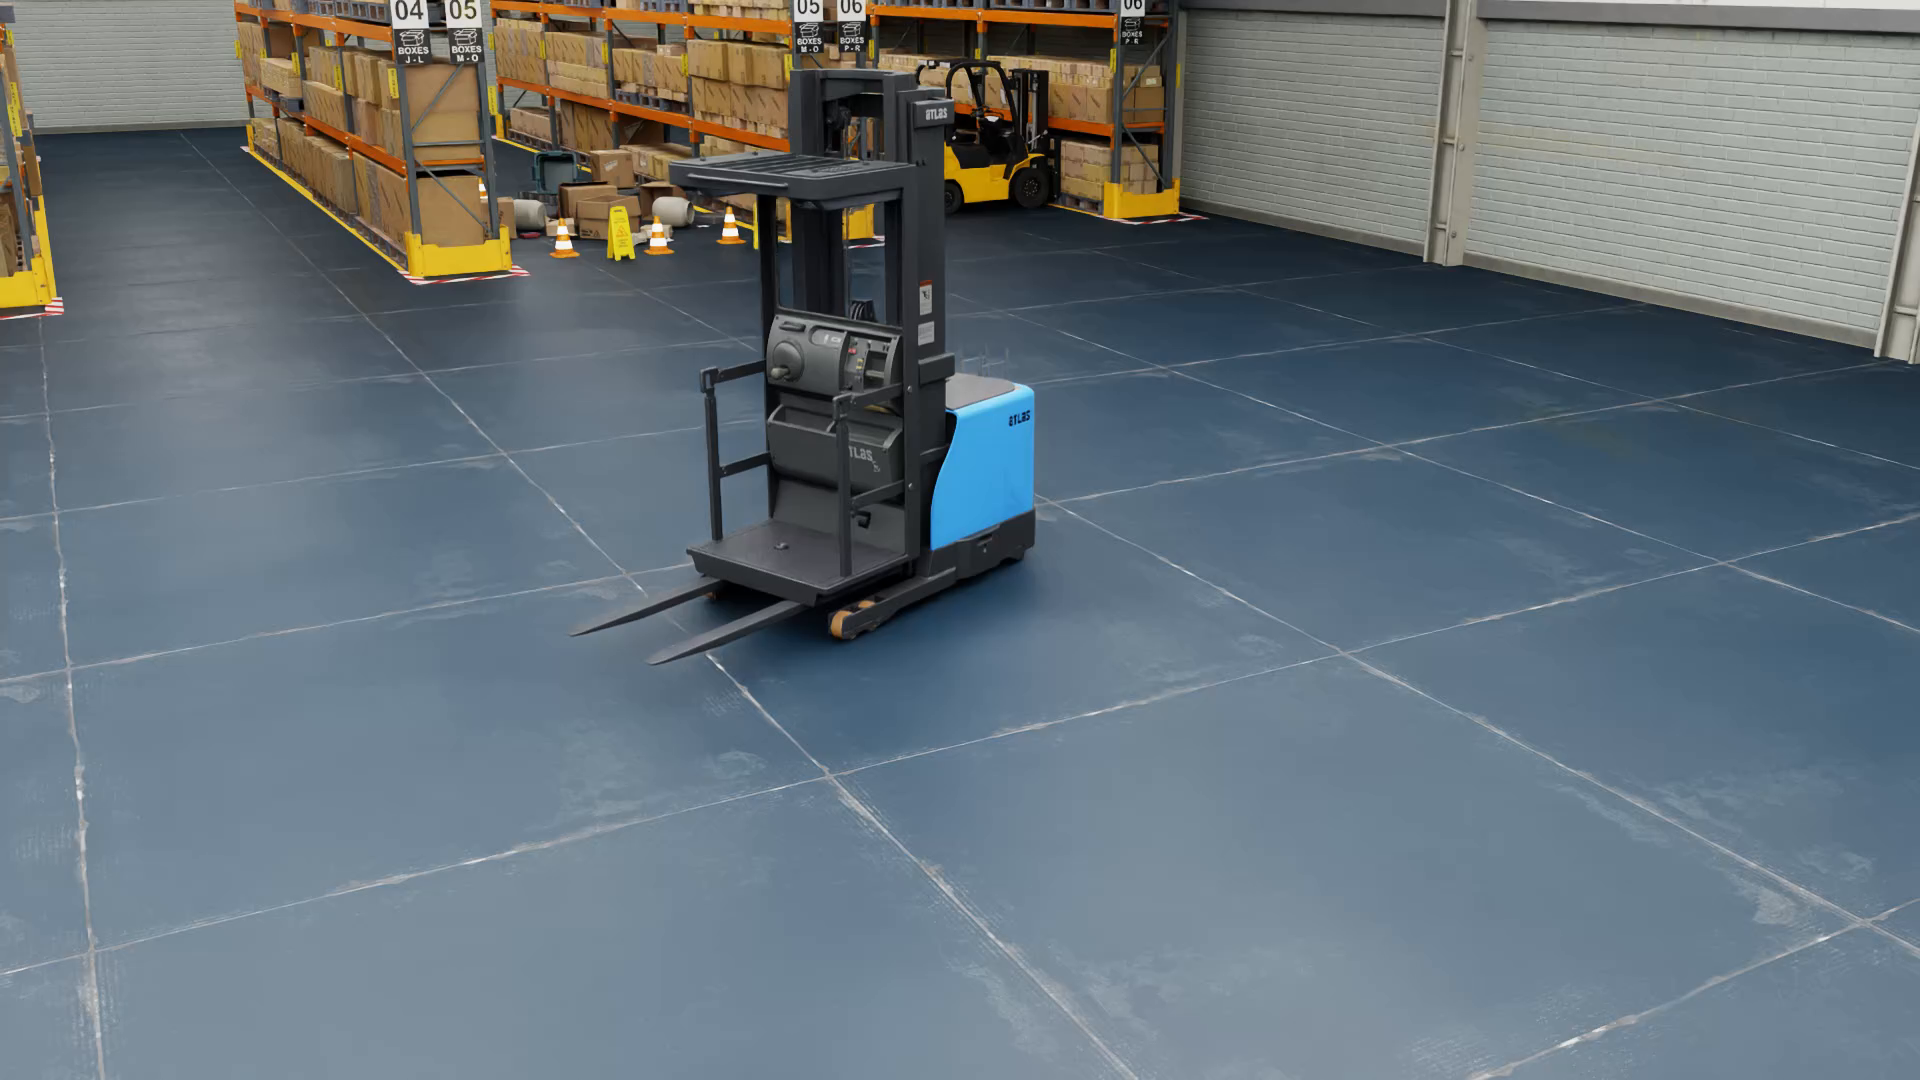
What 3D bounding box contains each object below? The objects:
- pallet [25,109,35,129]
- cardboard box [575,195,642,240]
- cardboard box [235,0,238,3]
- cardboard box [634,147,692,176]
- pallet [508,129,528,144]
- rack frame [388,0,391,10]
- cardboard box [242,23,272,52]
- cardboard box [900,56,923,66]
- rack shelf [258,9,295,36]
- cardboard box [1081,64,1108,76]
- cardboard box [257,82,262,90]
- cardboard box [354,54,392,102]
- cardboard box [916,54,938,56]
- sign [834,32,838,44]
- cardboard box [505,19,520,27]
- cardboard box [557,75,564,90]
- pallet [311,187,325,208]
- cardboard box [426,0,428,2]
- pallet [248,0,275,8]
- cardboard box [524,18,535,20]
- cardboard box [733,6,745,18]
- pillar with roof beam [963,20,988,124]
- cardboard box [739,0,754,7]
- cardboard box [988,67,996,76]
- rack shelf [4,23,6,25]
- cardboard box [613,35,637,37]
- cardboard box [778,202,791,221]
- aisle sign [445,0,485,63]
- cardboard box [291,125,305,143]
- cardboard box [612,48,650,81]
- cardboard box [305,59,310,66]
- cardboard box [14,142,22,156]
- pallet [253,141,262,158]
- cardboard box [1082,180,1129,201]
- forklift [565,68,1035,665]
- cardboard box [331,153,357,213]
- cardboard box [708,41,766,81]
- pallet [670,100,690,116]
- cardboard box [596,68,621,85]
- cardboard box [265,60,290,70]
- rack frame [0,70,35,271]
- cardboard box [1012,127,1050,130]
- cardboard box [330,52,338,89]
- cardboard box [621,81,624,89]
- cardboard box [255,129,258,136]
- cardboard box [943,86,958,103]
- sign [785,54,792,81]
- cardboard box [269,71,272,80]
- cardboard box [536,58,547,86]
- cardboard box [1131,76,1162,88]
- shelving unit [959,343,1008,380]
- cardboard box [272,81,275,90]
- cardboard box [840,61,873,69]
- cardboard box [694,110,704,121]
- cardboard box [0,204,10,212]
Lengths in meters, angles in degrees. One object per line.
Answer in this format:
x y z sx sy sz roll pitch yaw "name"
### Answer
-13.792 -5.936 23.529 1.213 0.211 1.003 -10 21 -27 "pallet"
-4.766 -4.385 22.567 0.637 0.503 0.797 7 20 20 "cardboard box"
-13.621 -10.429 31.887 0.500 0.250 0.500 -9 21 -25 "cardboard box"
-4.885 -6.331 27.766 0.950 0.372 0.625 -10 22 -28 "cardboard box"
-8.853 -8.510 34.971 1.003 0.211 1.213 -10 21 -27 "pallet"
-6.012 -7.493 18.551 1.000 3.000 0.127 -10 21 -27 "rack frame"
-13.157 -9.444 31.260 0.500 0.500 0.500 -11 22 -28 "cardboard box"
-0.836 -8.517 29.567 0.380 0.149 0.250 -10 21 -26 "cardboard box"
-10.760 -8.606 27.477 1.077 0.370 4.000 -10 21 -27 "rack shelf"
2.015 -6.924 24.496 0.380 0.149 0.250 -9 21 -25 "cardboard box"
-12.857 -8.467 30.954 0.380 0.149 0.250 -10 21 -26 "cardboard box"
-7.267 -5.959 21.418 0.875 0.550 0.550 -10 21 -27 "cardboard box"
-0.581 -8.753 30.253 0.380 0.149 0.250 -9 21 -25 "cardboard box"
-2.548 -10.302 34.113 0.100 0.325 0.005 -10 21 -27 "sign"
-9.026 -10.498 33.777 0.380 0.149 0.250 -11 22 -28 "cardboard box"
-7.178 -8.511 30.929 0.500 0.250 0.500 -11 22 -28 "cardboard box"
-9.503 -5.398 25.950 1.003 0.211 1.213 -10 21 -27 "pallet"
-6.253 -6.568 20.056 0.380 0.149 0.250 -10 21 -26 "cardboard box"
-11.511 -9.237 28.492 1.213 0.211 1.003 -10 21 -27 "pallet"
-8.813 -10.731 34.452 0.380 0.149 0.250 -10 21 -26 "cardboard box"
-2.888 -7.245 22.816 0.380 0.149 0.250 -10 22 -27 "cardboard box"
-3.512 -10.454 27.131 9.100 9.000 0.400 -10 21 -27 "pillar with roof beam"
-2.672 -7.338 22.475 0.500 0.250 0.500 -9 21 -25 "cardboard box"
0.684 -7.593 26.889 0.380 0.149 0.250 -10 22 -28 "cardboard box"
-17.073 -9.015 28.662 1.077 0.370 4.000 -10 21 -27 "rack shelf"
-5.997 -8.741 29.677 0.500 0.500 0.500 -9 21 -25 "cardboard box"
-2.335 -4.549 22.787 0.500 0.250 0.500 -10 21 -27 "cardboard box"
-5.714 -5.912 19.181 0.394 0.787 0.004 -10 21 -27 "aisle sign"
-10.843 -6.772 27.698 0.500 0.250 0.500 -9 21 -25 "cardboard box"
-5.492 -7.971 27.879 0.500 0.500 0.500 -11 22 -28 "cardboard box"
-11.098 -8.226 28.703 0.380 0.149 0.250 -11 22 -28 "cardboard box"
-11.570 -4.722 20.104 0.380 0.149 0.250 -10 21 -27 "cardboard box"
-13.219 -7.672 32.540 1.003 0.211 1.213 -10 21 -27 "pallet"
2.162 -5.207 24.696 0.500 0.250 0.500 -10 21 -26 "cardboard box"
-0.840 -1.018 9.088 1.130 2.935 3.031 14 24 36 "forklift"
-8.285 -5.105 23.631 1.050 0.750 0.750 -10 21 -27 "cardboard box"
-3.147 -6.803 23.607 0.700 0.500 0.500 -11 22 -28 "cardboard box"
-3.838 -6.752 25.895 1.003 0.211 1.213 -10 21 -27 "pallet"
-5.956 -8.015 28.723 0.500 0.250 0.500 -10 21 -27 "cardboard box"
-11.554 -8.053 28.201 0.380 0.149 0.250 -10 22 -27 "cardboard box"
-10.425 -3.918 17.387 1.000 3.000 0.127 -10 21 -27 "rack frame"
1.168 -6.631 27.289 0.500 0.250 0.500 -10 21 -26 "cardboard box"
-8.638 -6.759 23.936 0.700 0.500 0.500 -10 21 -26 "cardboard box"
-5.512 -7.707 28.109 0.380 0.149 0.250 -11 22 -30 "cardboard box"
-13.506 -7.964 32.384 0.380 0.149 0.250 -10 21 -27 "cardboard box"
0.051 -7.548 28.136 0.500 0.250 0.500 -10 21 -27 "cardboard box"
-2.201 -6.069 21.362 0.100 0.325 0.005 -10 21 -27 "sign"
-11.426 -7.838 28.033 0.380 0.149 0.250 -9 21 -24 "cardboard box"
-7.847 -9.038 32.073 0.500 0.500 0.500 -10 21 -26 "cardboard box"
2.730 -6.714 24.343 0.380 0.149 0.250 -11 22 -28 "cardboard box"
0.149 -0.641 10.650 0.258 1.200 0.189 -16 25 -38 "shelving unit"
-11.303 -7.623 27.867 0.380 0.149 0.250 -10 22 -28 "cardboard box"
-1.922 -8.900 31.410 0.500 0.250 0.500 -11 22 -29 "cardboard box"
-3.736 -6.342 24.798 0.380 0.149 0.250 -10 21 -27 "cardboard box"
-11.891 -3.799 20.230 0.500 0.500 0.500 -3 19 -9 "cardboard box"
